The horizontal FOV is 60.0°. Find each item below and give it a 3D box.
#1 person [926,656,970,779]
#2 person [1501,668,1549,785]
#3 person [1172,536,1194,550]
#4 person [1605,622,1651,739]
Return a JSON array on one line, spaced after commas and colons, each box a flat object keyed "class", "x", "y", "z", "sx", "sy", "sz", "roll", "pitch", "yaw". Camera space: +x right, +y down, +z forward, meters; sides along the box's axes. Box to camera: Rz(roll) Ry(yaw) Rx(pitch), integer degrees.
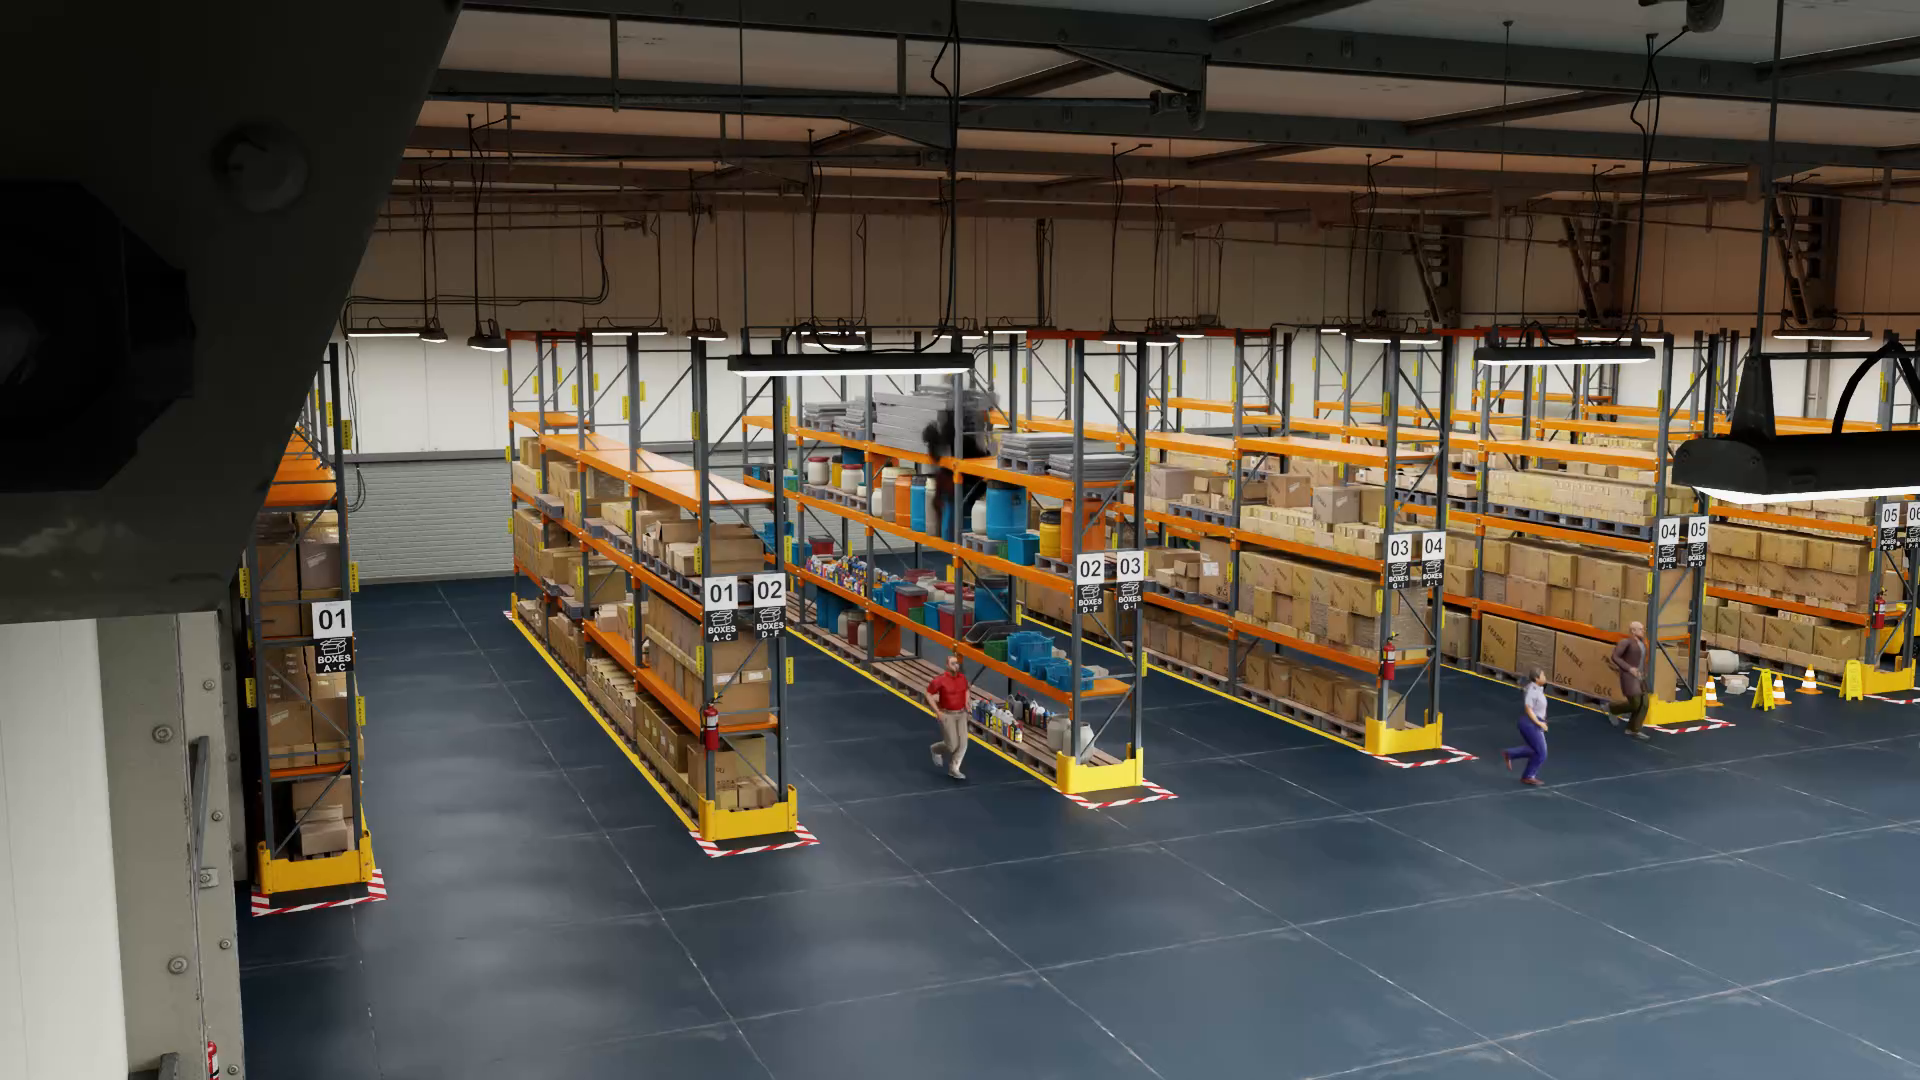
[{"class": "person", "x": -0.129, "y": 2.409, "z": 22.788, "sx": 0.679, "sy": 1.678, "sz": 0.619, "roll": -6, "pitch": 10, "yaw": -36}, {"class": "person", "x": 7.648, "y": 2.506, "z": 22.490, "sx": 0.586, "sy": 1.599, "sz": 0.591, "roll": 2, "pitch": 8, "yaw": 16}, {"class": "person", "x": 5.559, "y": -0.252, "z": 42.030, "sx": 0.805, "sy": 1.751, "sz": 0.645, "roll": 6, "pitch": 10, "yaw": 38}, {"class": "person", "x": 10.093, "y": 2.087, "z": 25.039, "sx": 0.753, "sy": 1.760, "sz": 0.715, "roll": -5, "pitch": 9, "yaw": -31}]
